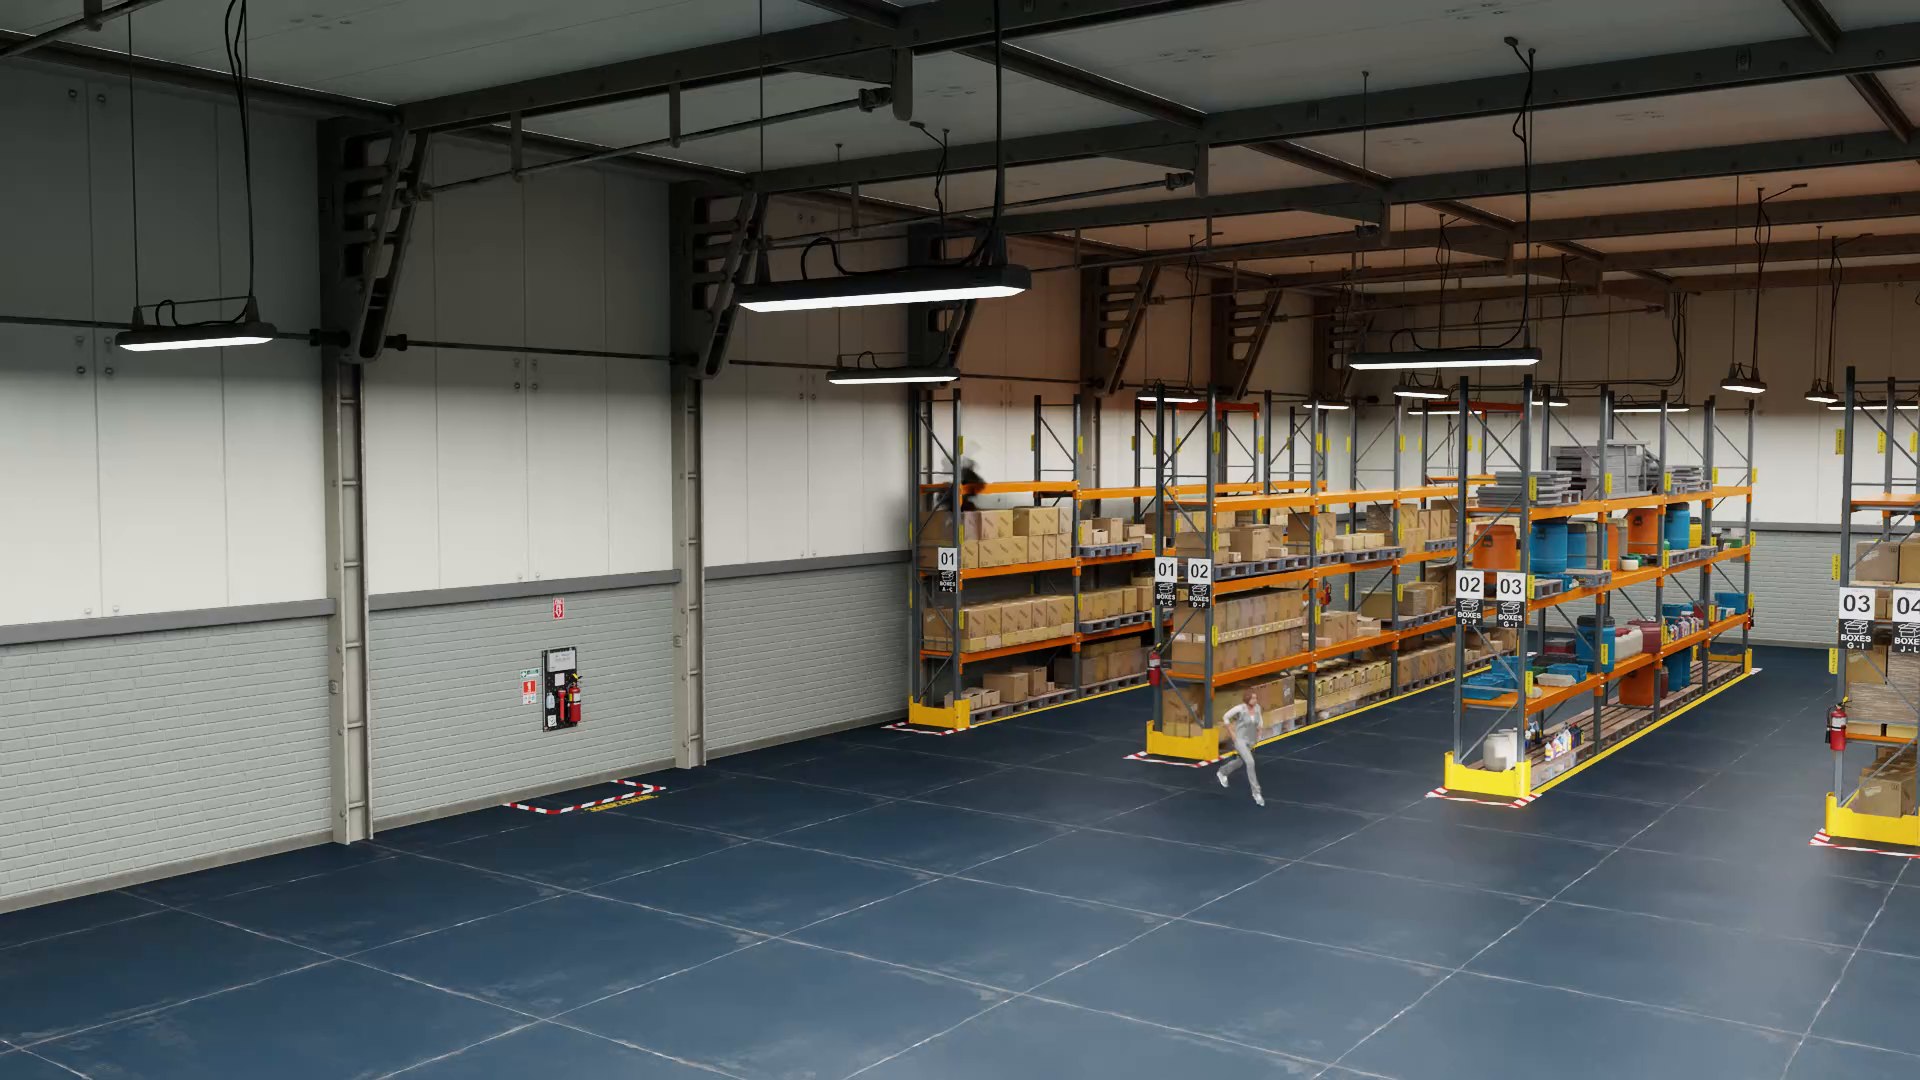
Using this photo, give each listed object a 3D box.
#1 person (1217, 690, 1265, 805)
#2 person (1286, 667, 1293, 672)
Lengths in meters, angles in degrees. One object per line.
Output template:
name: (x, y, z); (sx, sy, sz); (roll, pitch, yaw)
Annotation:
person: (3.976, 2.878, 23.517); (0.541, 1.588, 0.997); (-2, 4, -33)
person: (6.430, 2.184, 33.237); (0.662, 1.772, 1.002); (2, 4, 30)
